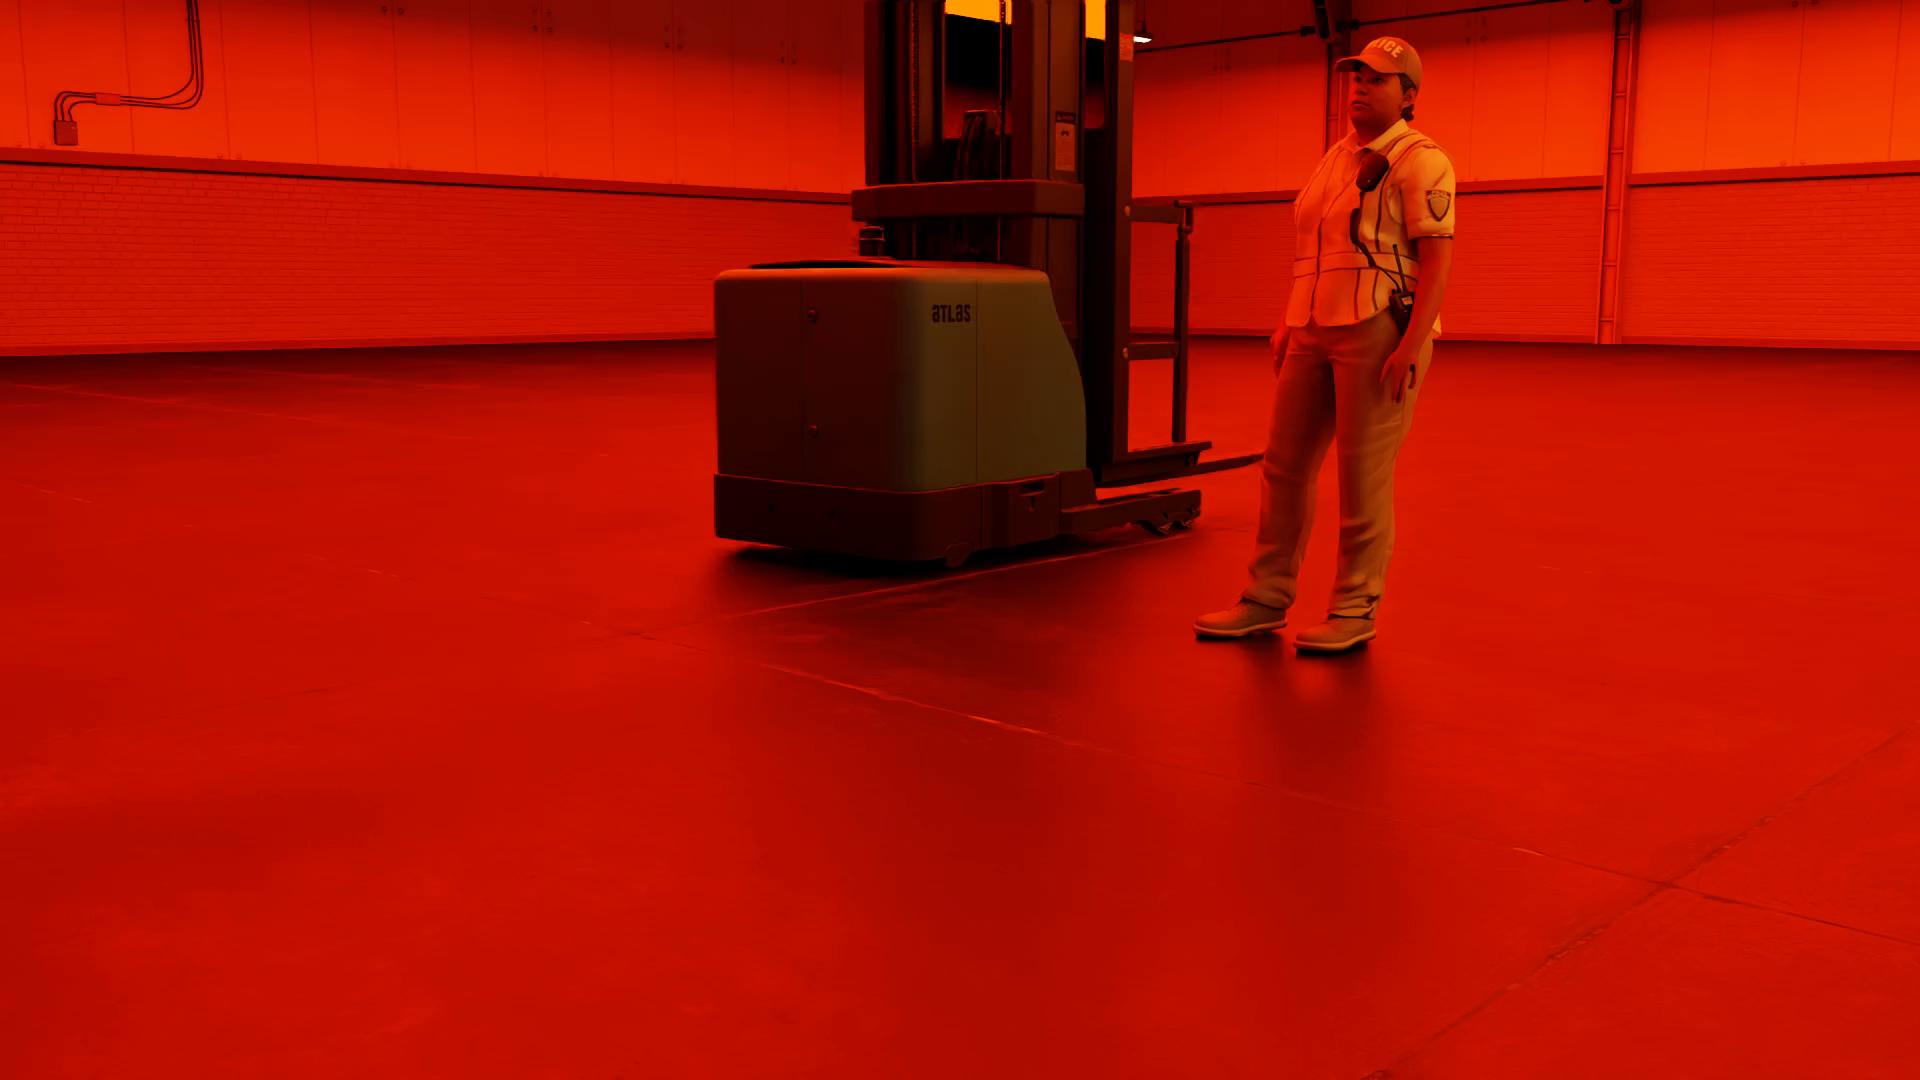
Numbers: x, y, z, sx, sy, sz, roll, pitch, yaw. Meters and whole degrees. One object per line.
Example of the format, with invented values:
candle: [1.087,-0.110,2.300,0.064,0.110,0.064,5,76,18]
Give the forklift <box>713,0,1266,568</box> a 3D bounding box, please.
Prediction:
forklift: [0.376,-1.521,6.977,1.130,2.935,3.031,7,11,38]

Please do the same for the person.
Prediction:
person: [1.032,-0.534,4.621,0.531,1.669,0.595,-5,10,-29]
